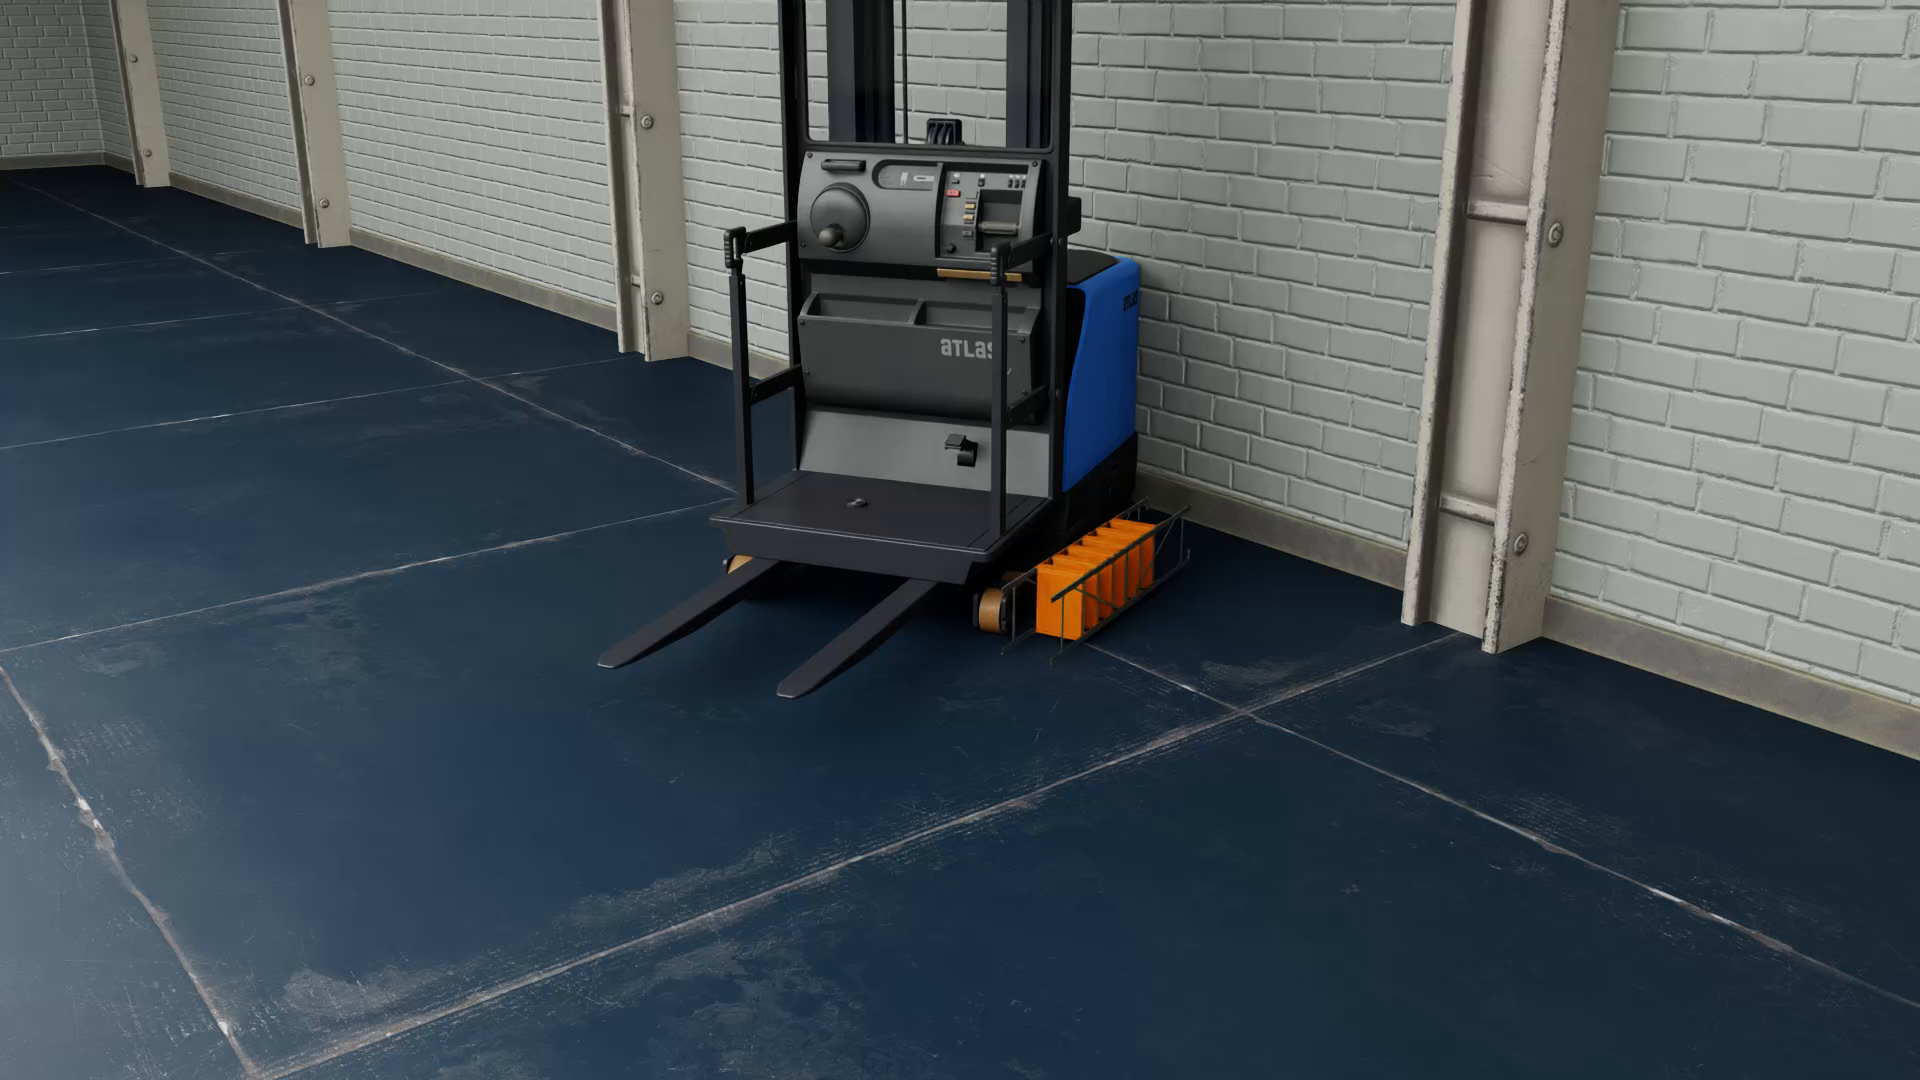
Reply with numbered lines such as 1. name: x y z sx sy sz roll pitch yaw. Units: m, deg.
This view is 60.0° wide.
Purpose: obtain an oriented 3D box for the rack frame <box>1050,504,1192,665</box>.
1. rack frame: 0.598 0.137 5.979 0.006 0.240 1.200 10 21 28

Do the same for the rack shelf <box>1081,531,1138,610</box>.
1. rack shelf: 0.541 0.111 6.059 0.180 0.258 0.103 10 21 28

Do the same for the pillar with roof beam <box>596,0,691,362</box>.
1. pillar with roof beam: -5.275 -4.598 6.434 9.100 9.000 0.400 -14 23 -36

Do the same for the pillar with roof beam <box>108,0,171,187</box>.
1. pillar with roof beam: -12.726 -7.555 15.364 9.100 9.000 0.400 -14 23 -36

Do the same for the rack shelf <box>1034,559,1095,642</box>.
1. rack shelf: 0.362 0.209 5.762 0.180 0.258 0.103 10 21 28

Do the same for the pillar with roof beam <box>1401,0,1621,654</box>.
1. pillar with roof beam: -1.550 -3.120 1.969 9.100 9.000 0.400 -14 23 -36

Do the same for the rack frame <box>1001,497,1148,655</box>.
1. rack frame: 0.439 0.109 6.065 0.006 0.240 1.200 10 21 28

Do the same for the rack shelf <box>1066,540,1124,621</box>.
1. rack shelf: 0.481 0.144 5.960 0.180 0.258 0.103 10 21 28

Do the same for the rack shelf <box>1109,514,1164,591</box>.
1. rack shelf: 0.660 0.046 6.257 0.180 0.258 0.103 10 21 28

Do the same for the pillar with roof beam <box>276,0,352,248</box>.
1. pillar with roof beam: -9.001 -6.077 10.899 9.100 9.000 0.400 -14 23 -36

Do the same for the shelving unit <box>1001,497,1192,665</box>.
1. shelving unit: 0.519 0.123 6.022 0.189 0.258 1.200 10 21 28

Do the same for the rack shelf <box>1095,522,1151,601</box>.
1. rack shelf: 0.600 0.078 6.158 0.180 0.258 0.103 10 21 28

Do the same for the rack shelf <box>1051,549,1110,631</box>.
1. rack shelf: 0.422 0.177 5.861 0.180 0.258 0.103 10 21 28

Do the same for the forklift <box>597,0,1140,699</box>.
1. forklift: -0.231 -1.207 5.845 1.130 2.935 3.031 7 20 20
